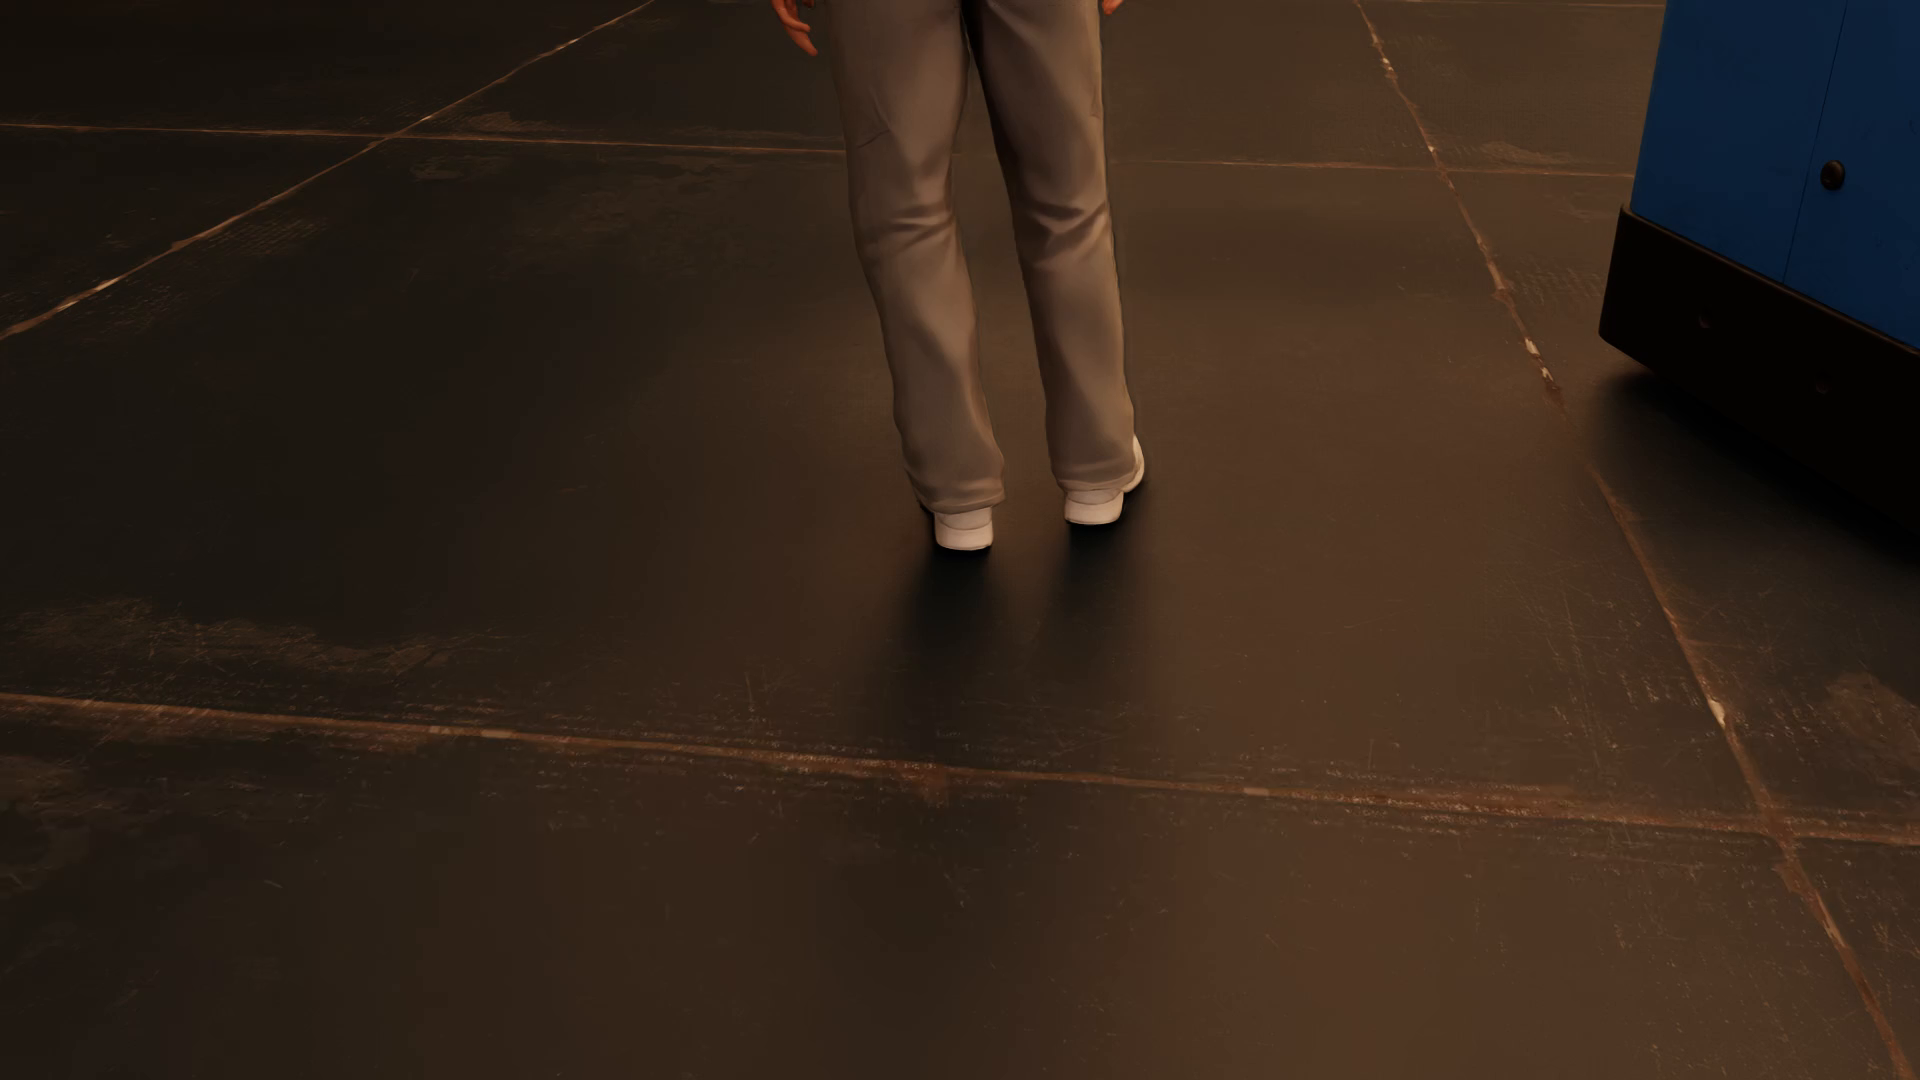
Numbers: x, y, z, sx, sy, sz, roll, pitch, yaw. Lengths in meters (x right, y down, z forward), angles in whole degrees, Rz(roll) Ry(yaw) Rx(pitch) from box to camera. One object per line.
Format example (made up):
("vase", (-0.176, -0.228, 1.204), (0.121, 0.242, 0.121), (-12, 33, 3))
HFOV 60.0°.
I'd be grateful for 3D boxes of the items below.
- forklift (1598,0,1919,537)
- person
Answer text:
("forklift", (2.760, -1.560, 2.343), (3.031, 2.935, 1.130), (-5, 27, -10))
("person", (0.034, -0.772, 2.173), (0.618, 1.676, 0.444), (-5, 27, -11))
